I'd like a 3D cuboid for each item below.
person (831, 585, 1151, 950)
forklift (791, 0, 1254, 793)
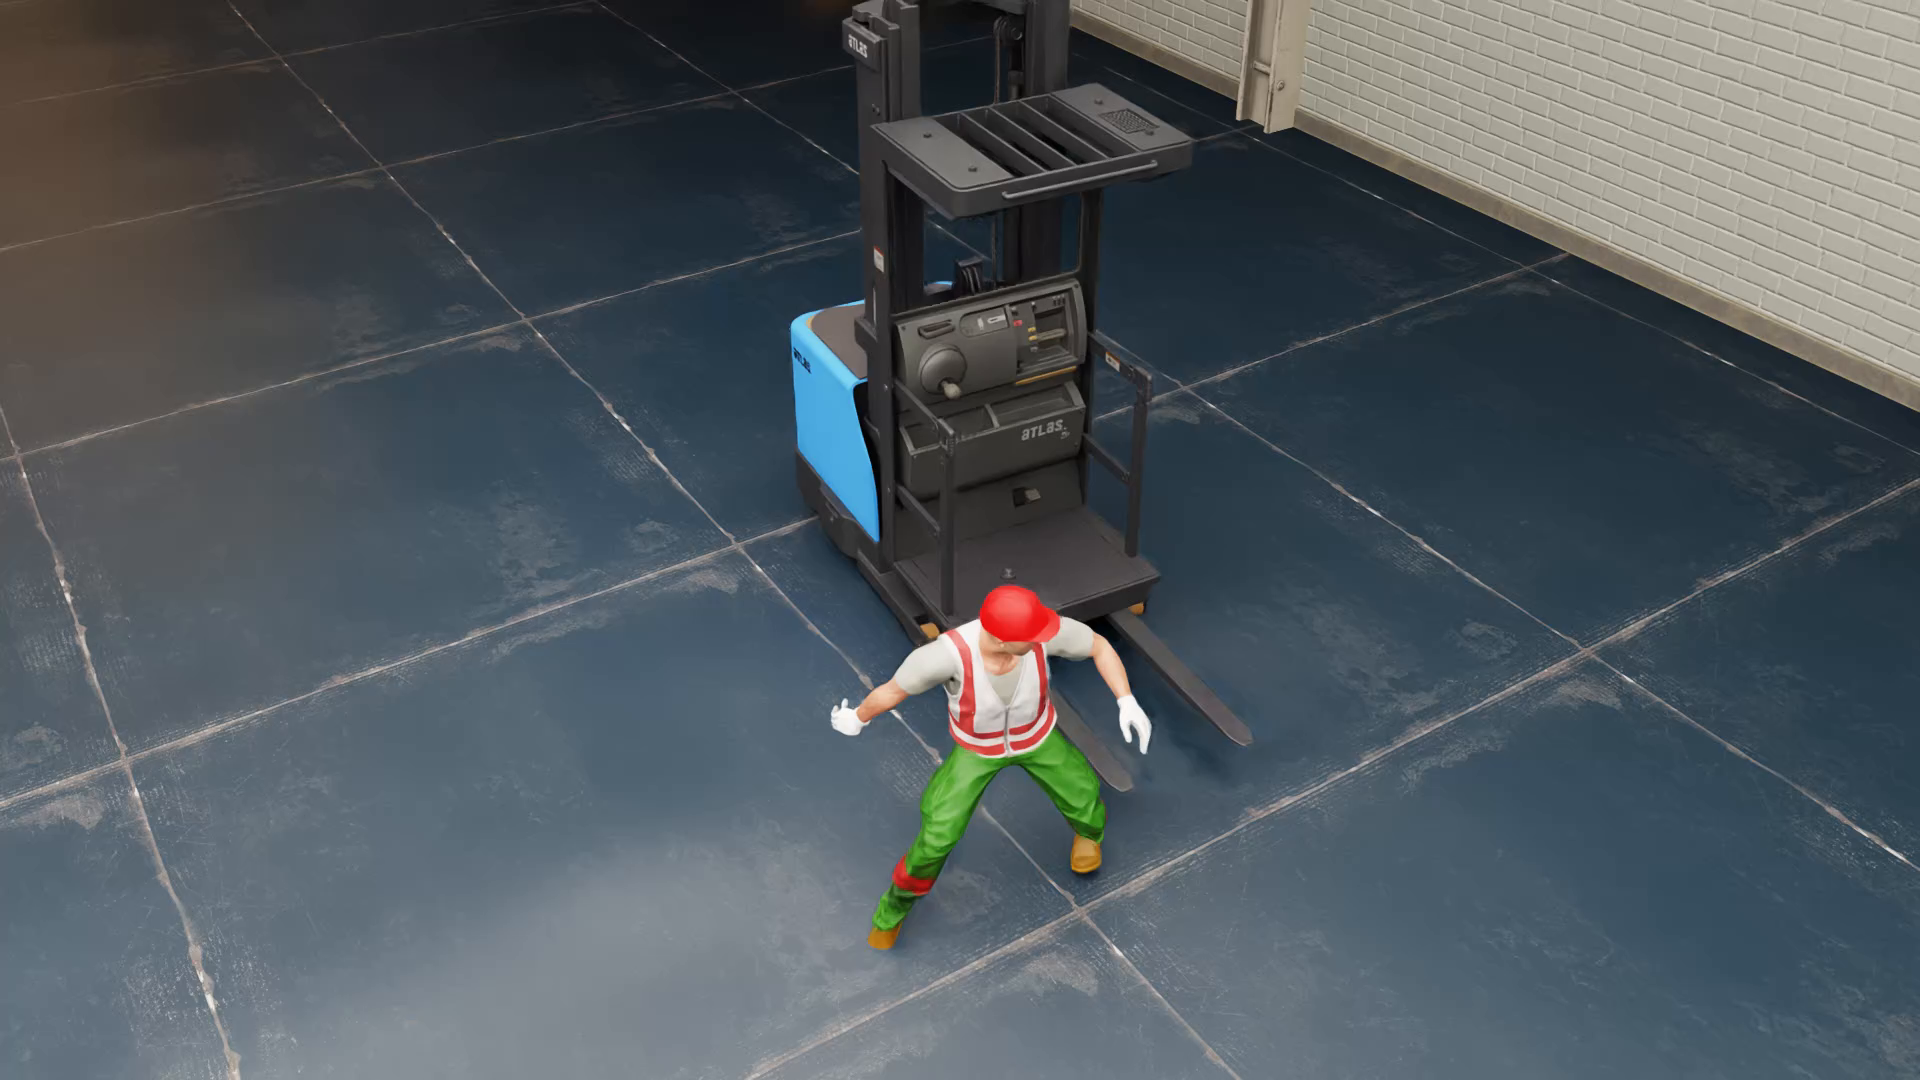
[{"bbox_3d":[0.104,0.811,6.238,1.128,1.732,0.579,-6,36,-8],"label":"person"},{"bbox_3d":[0.255,-0.838,7.341,1.130,2.935,3.031,-17,38,-22],"label":"forklift"}]
